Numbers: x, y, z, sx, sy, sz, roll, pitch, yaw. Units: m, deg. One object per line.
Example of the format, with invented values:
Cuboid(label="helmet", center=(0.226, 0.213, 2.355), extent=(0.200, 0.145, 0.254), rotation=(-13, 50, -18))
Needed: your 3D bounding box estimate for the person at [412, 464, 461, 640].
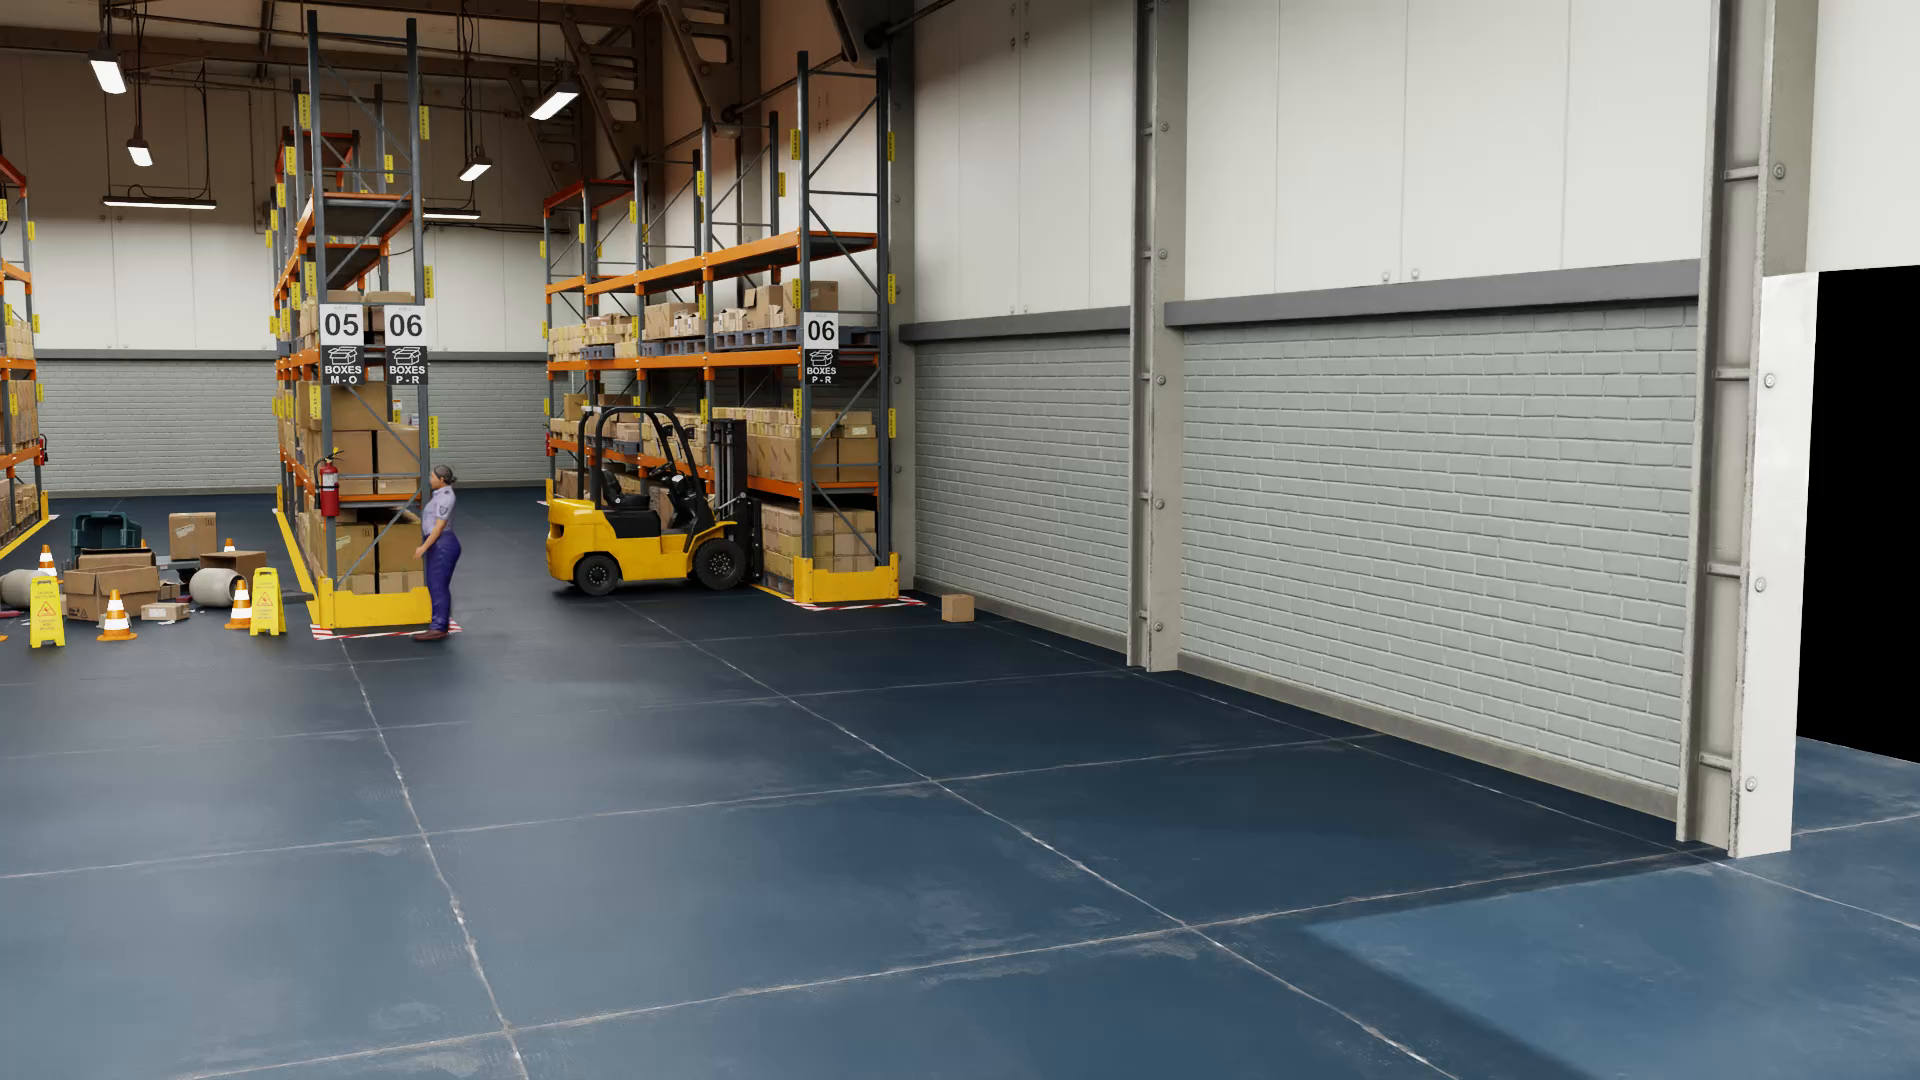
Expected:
Cuboid(label="person", center=(-4.985, 0.132, 15.819), extent=(0.452, 1.704, 0.515), rotation=(-2, 6, -20))
